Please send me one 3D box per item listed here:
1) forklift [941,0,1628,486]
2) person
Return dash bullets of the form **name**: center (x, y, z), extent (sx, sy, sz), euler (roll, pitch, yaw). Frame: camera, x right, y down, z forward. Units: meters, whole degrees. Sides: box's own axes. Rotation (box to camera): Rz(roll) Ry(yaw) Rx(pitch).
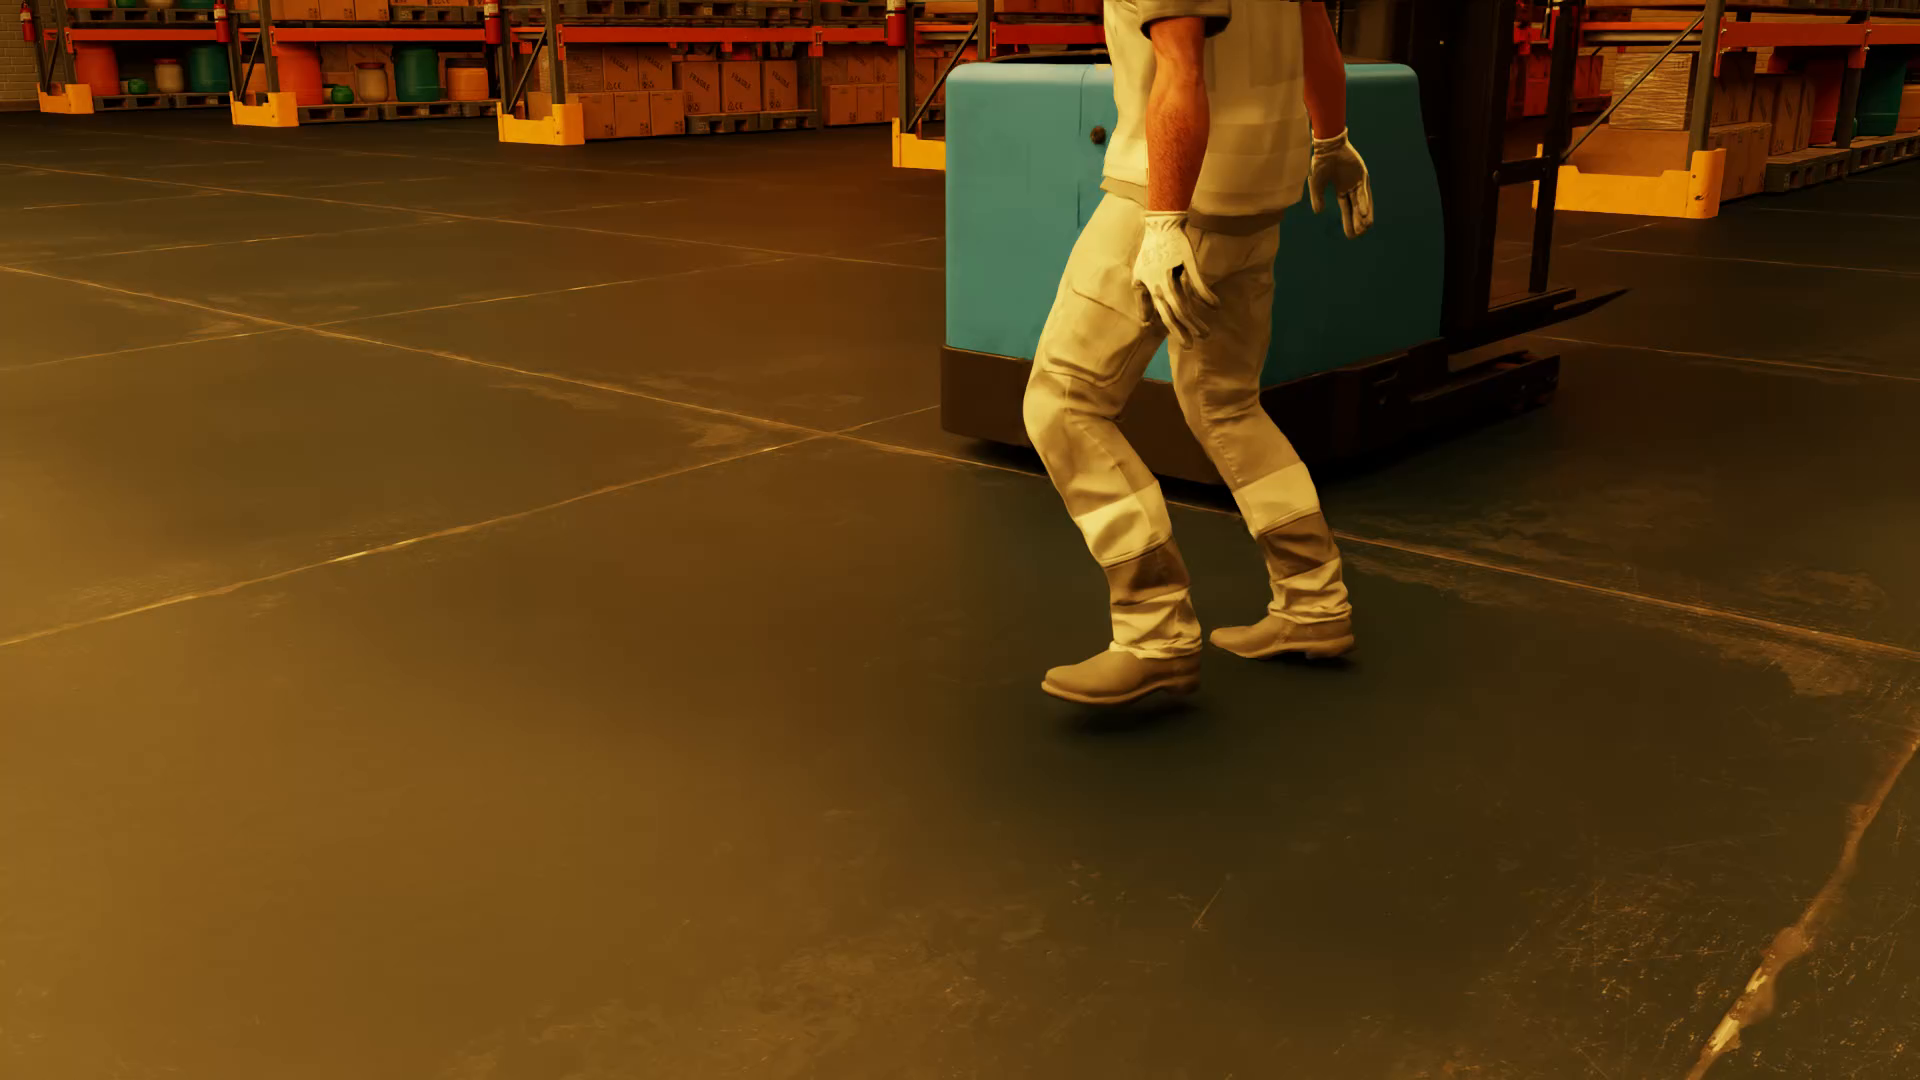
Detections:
- **forklift**: center (1.295, -1.884, 5.102), extent (1.130, 2.935, 3.031), euler (14, 22, 39)
- **person**: center (0.469, -0.587, 2.930), extent (0.489, 1.757, 0.891), euler (12, 20, 33)
